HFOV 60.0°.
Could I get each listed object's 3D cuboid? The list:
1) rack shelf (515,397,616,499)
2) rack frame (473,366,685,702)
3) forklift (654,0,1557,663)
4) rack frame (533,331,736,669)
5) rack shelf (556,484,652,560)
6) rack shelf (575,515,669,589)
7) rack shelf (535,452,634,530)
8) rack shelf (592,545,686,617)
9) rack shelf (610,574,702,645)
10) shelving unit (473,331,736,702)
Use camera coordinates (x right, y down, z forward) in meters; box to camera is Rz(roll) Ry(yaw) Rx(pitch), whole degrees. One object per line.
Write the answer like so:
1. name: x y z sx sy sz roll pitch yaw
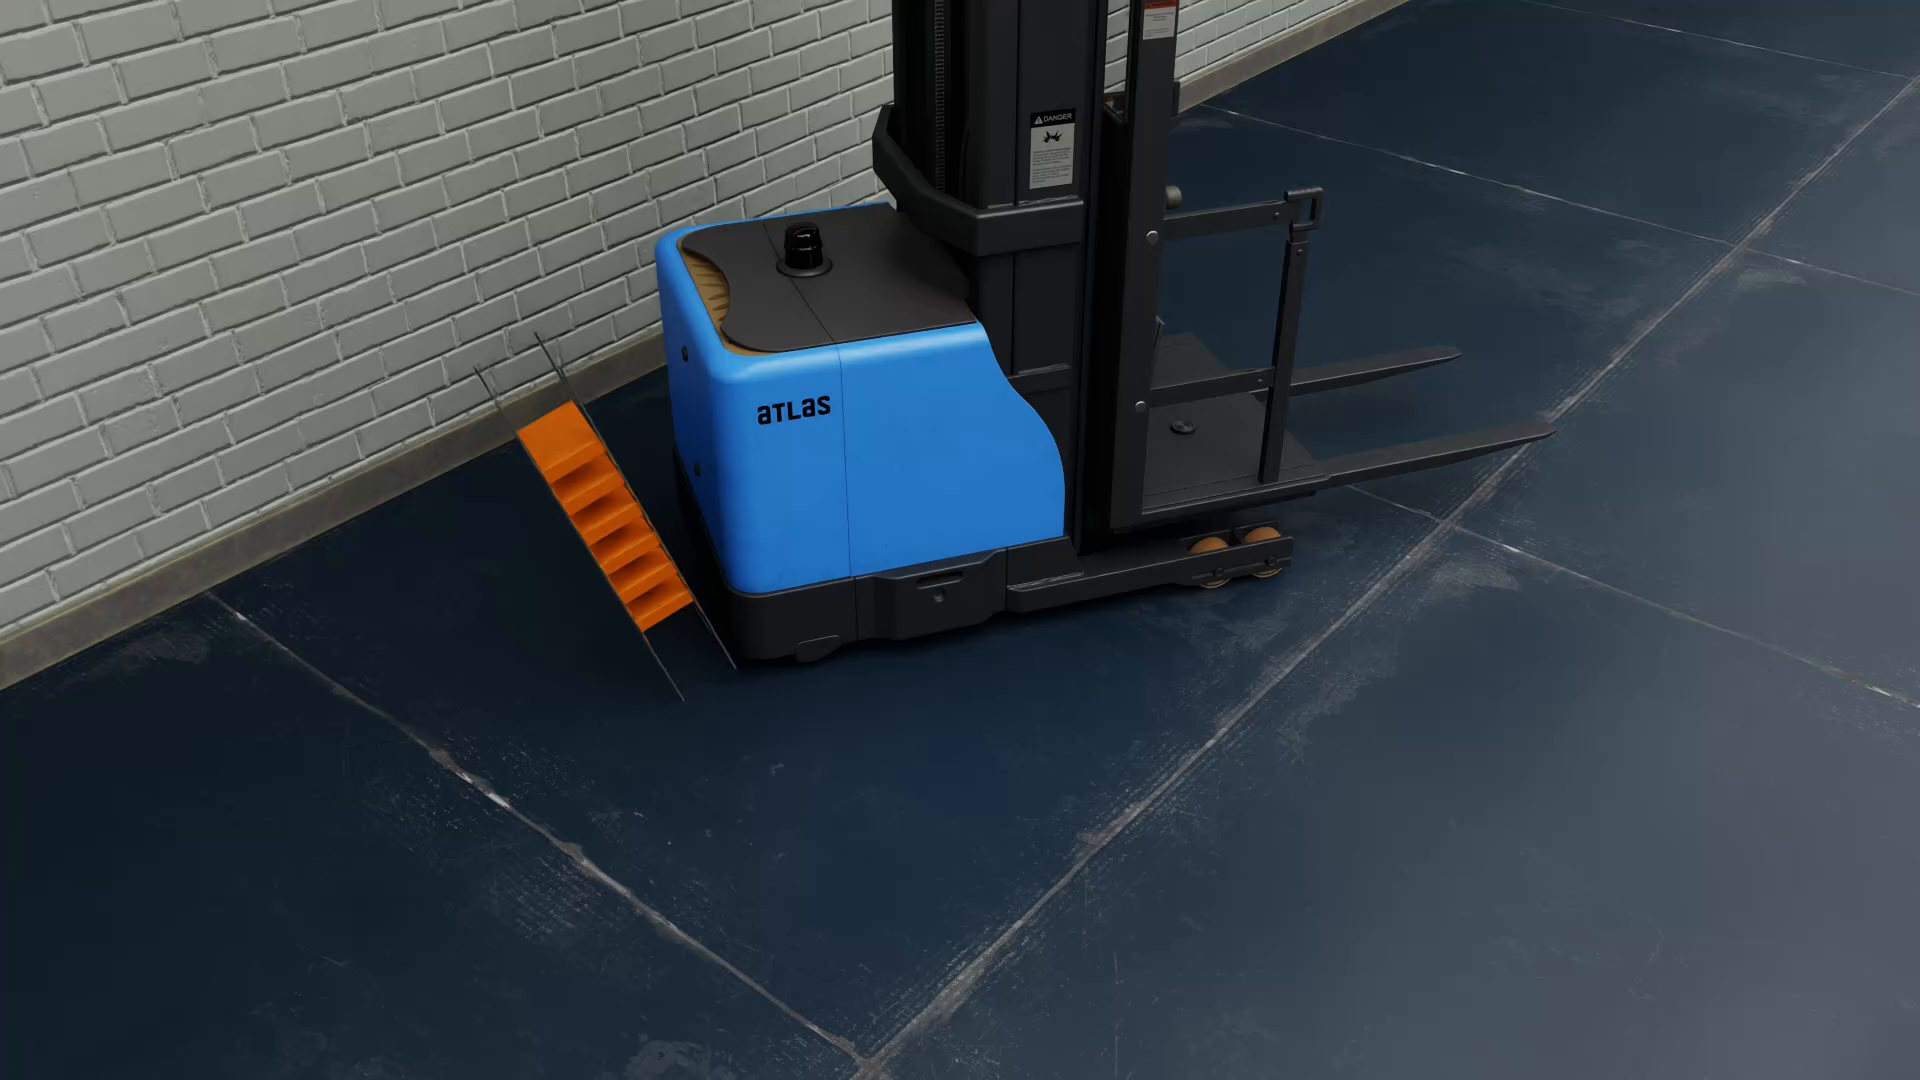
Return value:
1. rack shelf: -1.077 -0.253 4.532 0.180 0.103 0.258 -32 42 -11
2. rack frame: -1.063 0.013 4.724 0.006 1.200 0.240 -32 42 -11
3. forklift: 0.590 -1.321 5.084 3.031 2.935 1.130 -11 36 -15
4. rack frame: -0.911 -0.083 4.758 0.006 1.200 0.240 -32 42 -11
5. rack shelf: -1.009 -0.087 4.691 0.180 0.103 0.258 -32 42 -11
6. rack shelf: -0.975 -0.004 4.771 0.180 0.103 0.258 -32 42 -11
7. rack shelf: -1.043 -0.170 4.612 0.180 0.103 0.258 -32 42 -11
8. rack shelf: -0.940 0.079 4.850 0.180 0.103 0.258 -32 42 -11
9. rack shelf: -0.906 0.162 4.930 0.180 0.103 0.258 -32 42 -11
10. shelving unit: -0.987 -0.035 4.741 0.189 1.200 0.258 -32 42 -11
